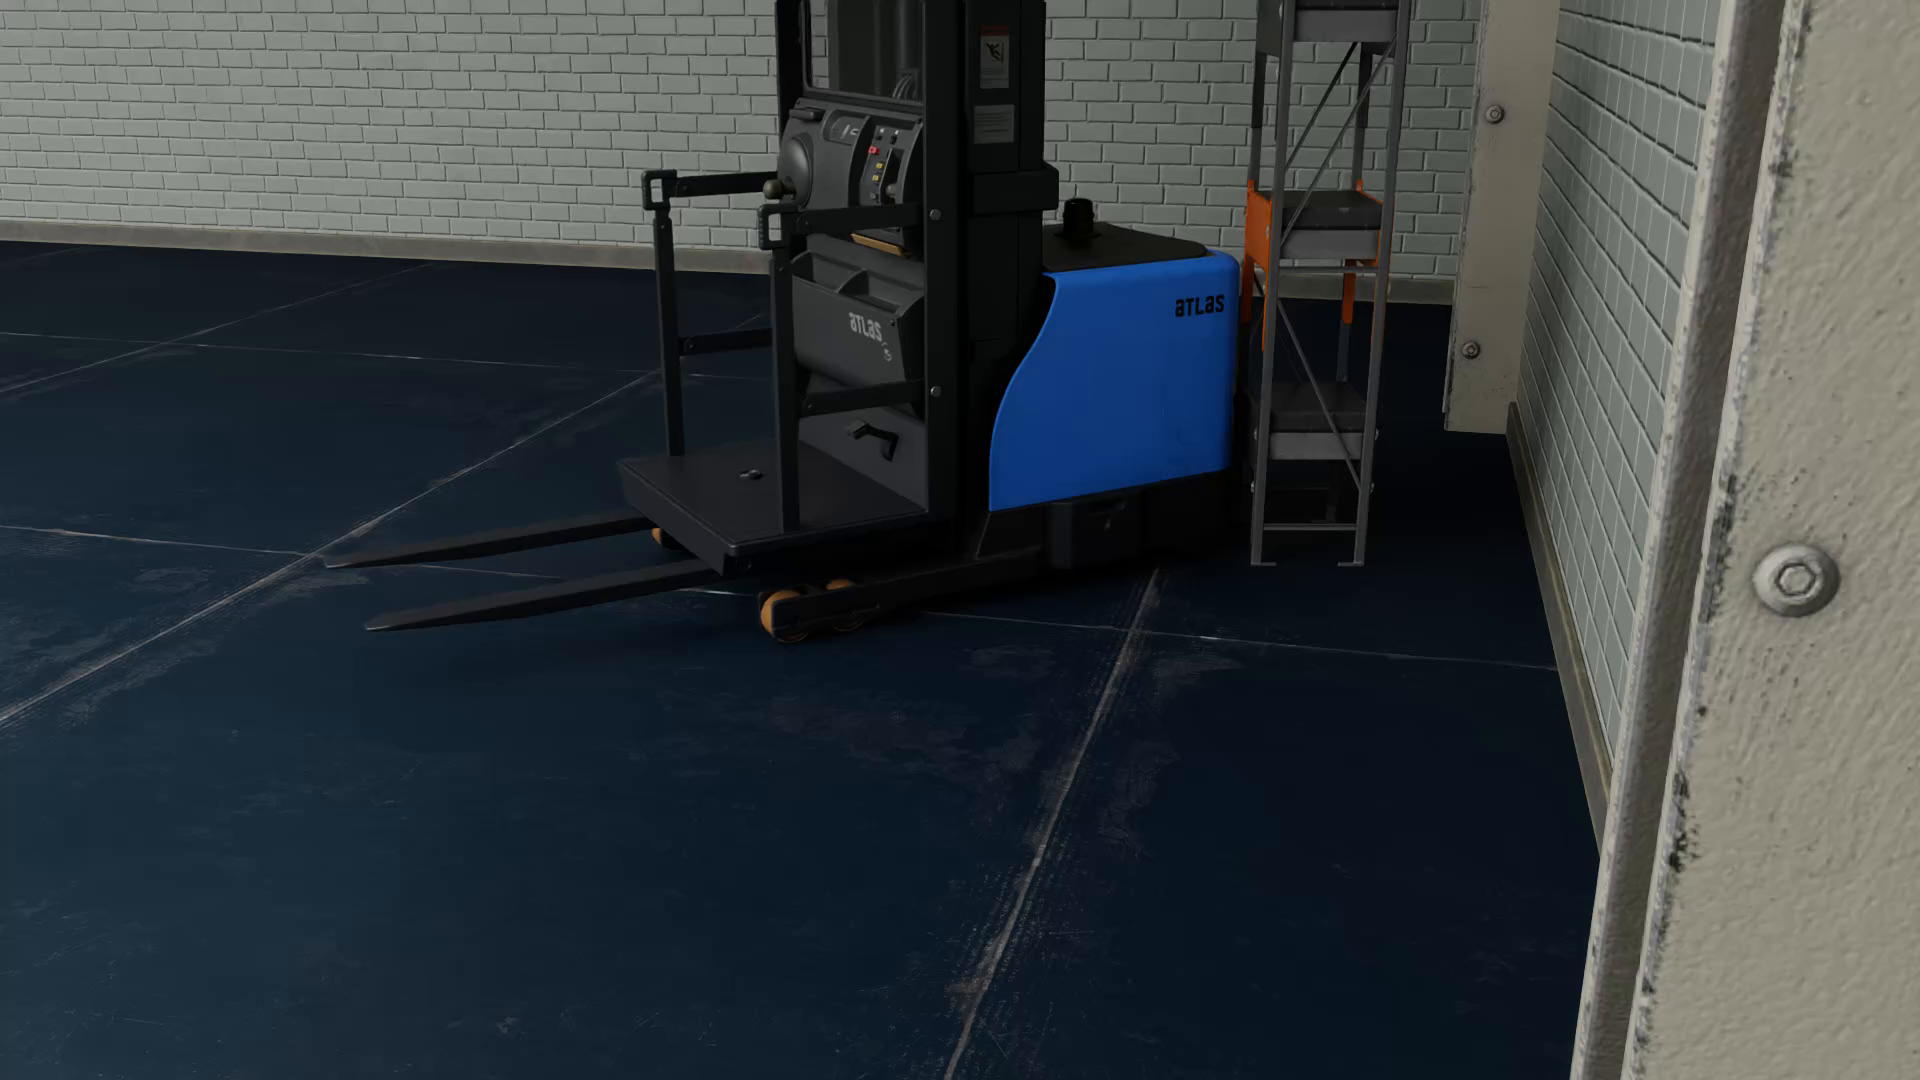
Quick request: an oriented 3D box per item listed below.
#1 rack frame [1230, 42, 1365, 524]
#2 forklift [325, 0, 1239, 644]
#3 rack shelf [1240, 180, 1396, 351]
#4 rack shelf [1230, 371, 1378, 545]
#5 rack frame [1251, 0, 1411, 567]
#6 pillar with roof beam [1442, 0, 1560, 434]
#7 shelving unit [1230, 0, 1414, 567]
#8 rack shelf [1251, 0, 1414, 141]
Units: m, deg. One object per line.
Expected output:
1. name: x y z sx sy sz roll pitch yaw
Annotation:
1. rack frame: 1.237 -1.059 6.040 0.400 2.100 0.015 0 19 0
2. forklift: -0.540 -1.253 5.323 3.031 2.935 1.130 -11 22 -29
3. rack shelf: 1.236 -0.968 5.814 0.431 0.518 0.480 0 19 0
4. rack shelf: 1.236 -0.305 6.040 0.431 0.518 0.480 0 19 0
5. rack frame: 1.235 -0.902 5.579 0.400 2.100 0.015 0 19 0
6. pillar with roof beam: -1.743 -5.154 7.355 9.100 9.000 0.400 5 19 13
7. shelving unit: 1.236 -0.980 5.809 0.431 2.100 0.503 0 19 0
8. rack shelf: 1.236 -1.630 5.588 0.431 0.518 0.480 0 19 0
